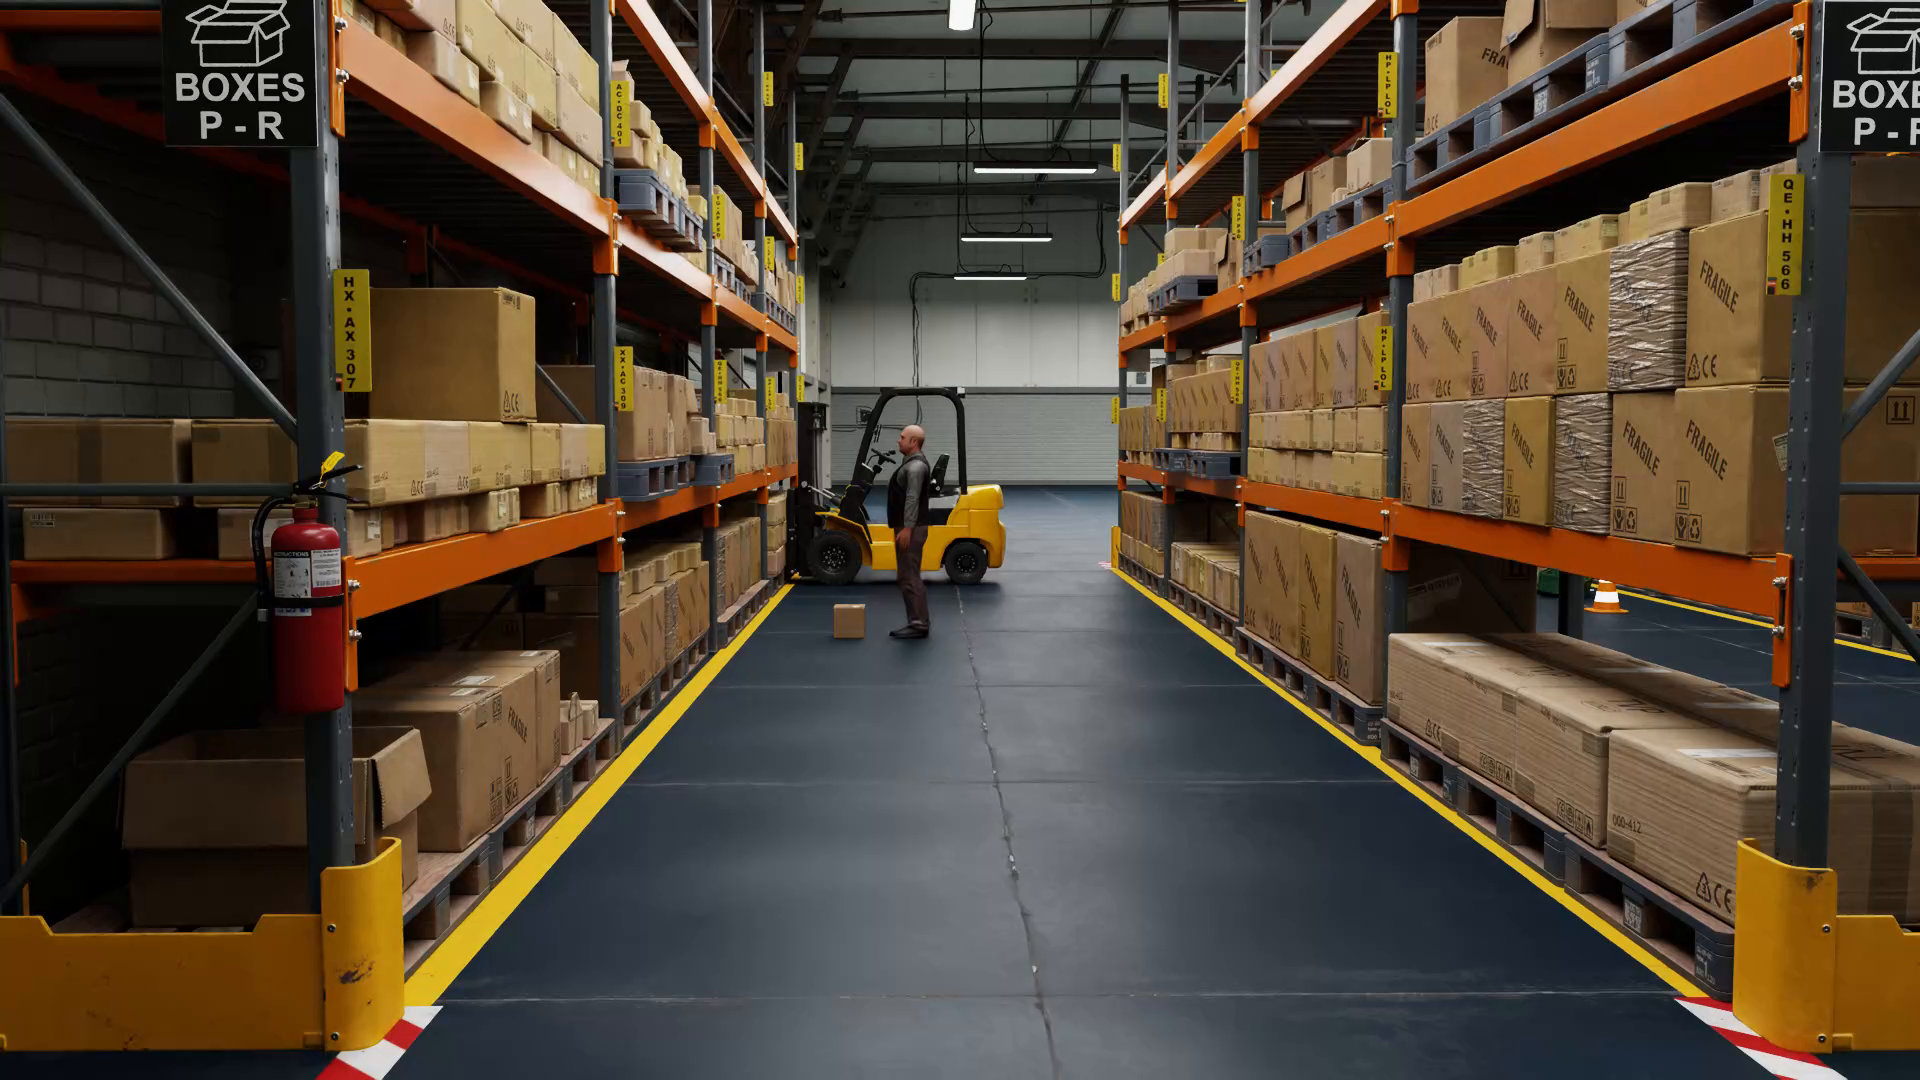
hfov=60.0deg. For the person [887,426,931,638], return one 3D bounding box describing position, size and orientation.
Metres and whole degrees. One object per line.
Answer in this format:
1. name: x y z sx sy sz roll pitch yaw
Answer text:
1. person: -0.414 -0.063 13.523 0.357 1.733 0.530 0 4 0
